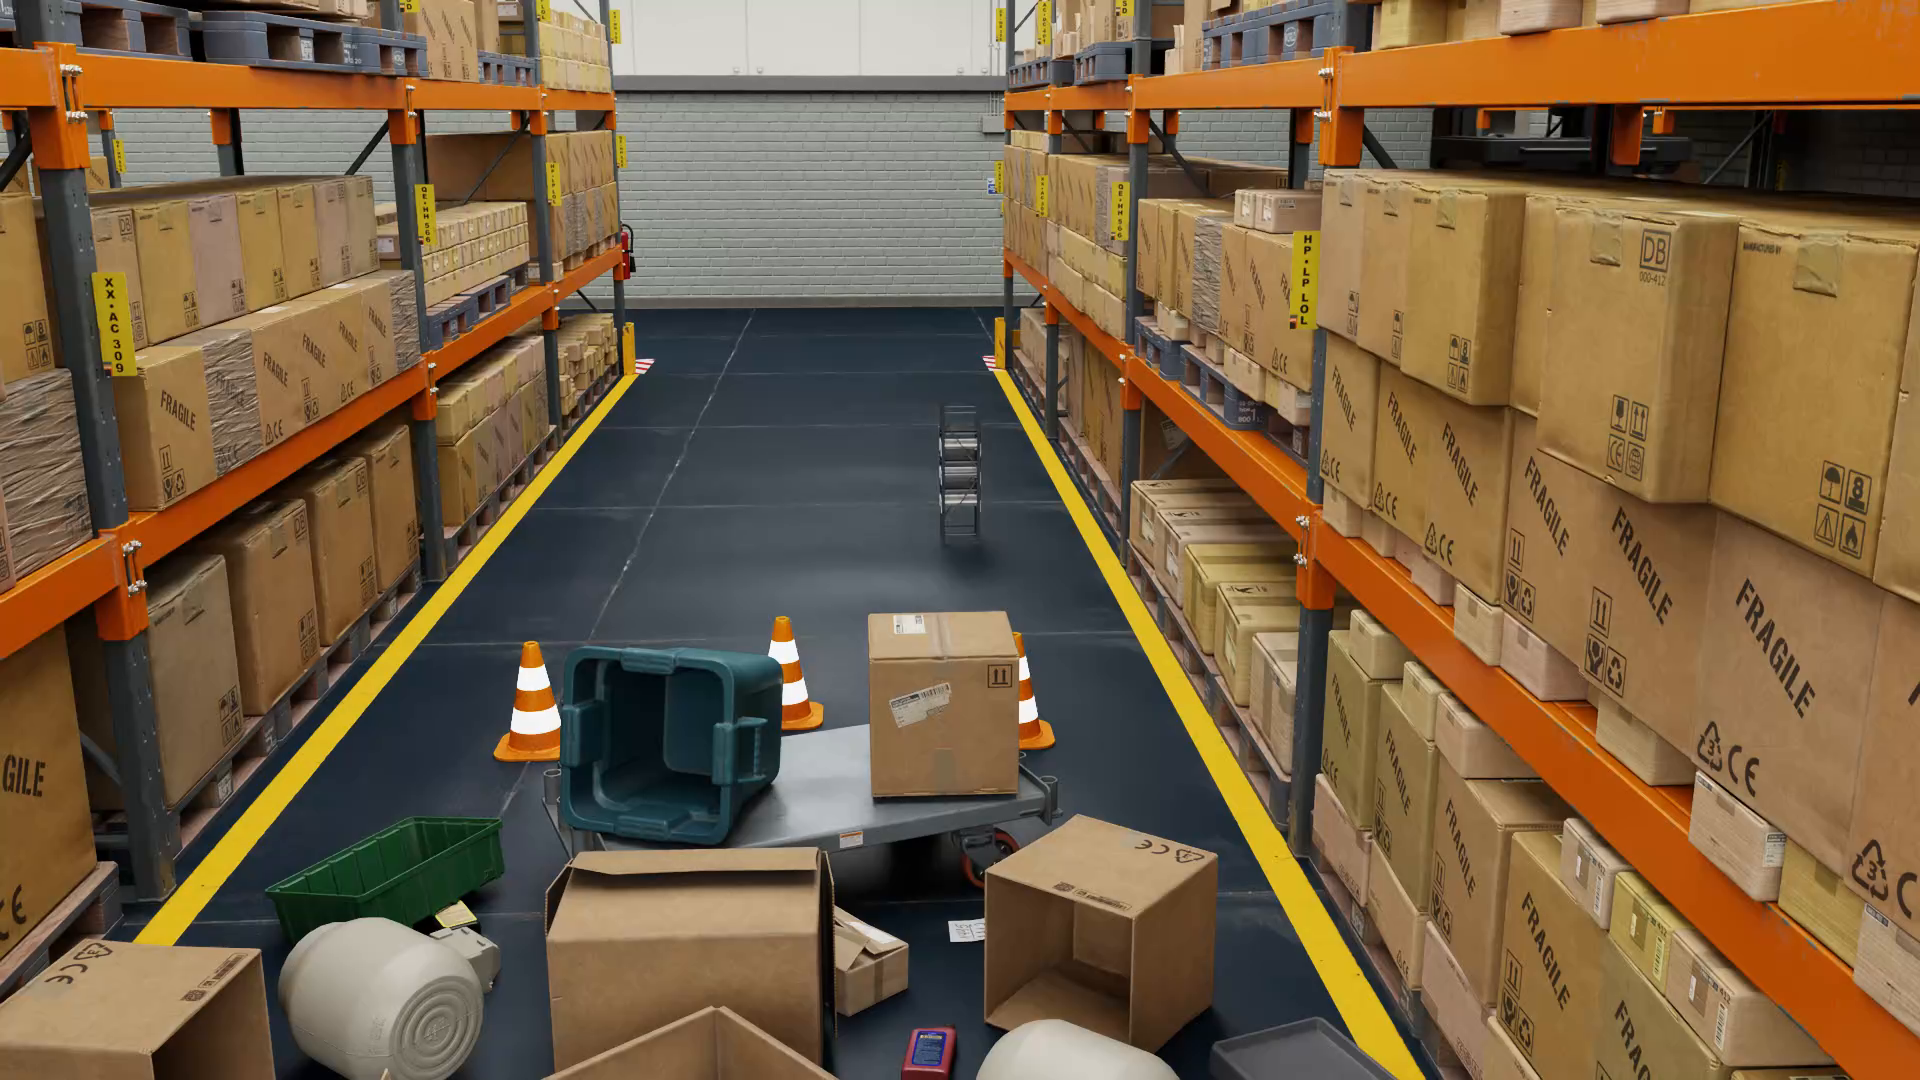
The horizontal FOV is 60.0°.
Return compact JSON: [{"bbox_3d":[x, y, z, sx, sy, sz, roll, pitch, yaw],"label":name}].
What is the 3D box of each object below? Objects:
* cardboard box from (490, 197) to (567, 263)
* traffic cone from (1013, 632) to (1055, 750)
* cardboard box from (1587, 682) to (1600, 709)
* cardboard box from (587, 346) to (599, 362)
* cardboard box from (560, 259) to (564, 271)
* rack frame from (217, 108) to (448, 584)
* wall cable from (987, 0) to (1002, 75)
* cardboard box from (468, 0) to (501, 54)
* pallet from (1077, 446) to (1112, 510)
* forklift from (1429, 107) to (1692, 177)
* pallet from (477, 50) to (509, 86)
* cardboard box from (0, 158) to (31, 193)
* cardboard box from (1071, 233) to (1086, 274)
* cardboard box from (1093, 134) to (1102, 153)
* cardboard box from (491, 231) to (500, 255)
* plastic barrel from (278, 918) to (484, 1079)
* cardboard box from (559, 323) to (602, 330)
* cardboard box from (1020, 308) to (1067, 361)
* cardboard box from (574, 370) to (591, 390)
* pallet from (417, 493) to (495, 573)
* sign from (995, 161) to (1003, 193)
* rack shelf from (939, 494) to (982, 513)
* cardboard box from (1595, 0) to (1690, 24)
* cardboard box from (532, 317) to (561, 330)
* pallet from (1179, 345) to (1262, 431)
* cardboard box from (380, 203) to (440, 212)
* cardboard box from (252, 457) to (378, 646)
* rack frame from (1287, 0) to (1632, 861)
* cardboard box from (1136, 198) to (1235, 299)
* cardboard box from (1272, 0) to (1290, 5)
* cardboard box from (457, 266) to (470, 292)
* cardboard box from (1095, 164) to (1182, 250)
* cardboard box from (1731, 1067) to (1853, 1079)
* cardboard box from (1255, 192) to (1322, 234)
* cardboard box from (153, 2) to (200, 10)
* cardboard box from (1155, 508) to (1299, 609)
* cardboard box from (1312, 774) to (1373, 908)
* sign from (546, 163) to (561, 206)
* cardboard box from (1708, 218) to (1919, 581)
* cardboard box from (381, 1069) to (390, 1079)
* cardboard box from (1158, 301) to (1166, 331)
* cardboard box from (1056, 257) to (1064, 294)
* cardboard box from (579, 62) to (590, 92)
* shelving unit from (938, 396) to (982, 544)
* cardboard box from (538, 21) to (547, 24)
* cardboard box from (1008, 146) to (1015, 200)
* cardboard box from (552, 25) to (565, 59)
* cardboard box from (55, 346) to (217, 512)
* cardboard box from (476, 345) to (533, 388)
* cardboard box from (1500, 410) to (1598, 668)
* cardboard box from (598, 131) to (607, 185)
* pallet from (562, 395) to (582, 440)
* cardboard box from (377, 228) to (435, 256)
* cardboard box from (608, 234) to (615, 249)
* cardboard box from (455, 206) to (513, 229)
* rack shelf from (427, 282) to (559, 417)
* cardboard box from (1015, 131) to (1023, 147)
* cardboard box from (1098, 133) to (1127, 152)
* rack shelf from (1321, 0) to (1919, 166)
[{"bbox_3d":[-3.500,-2.523,13.514,0.500,0.500,0.500,-1,14,-4],"label":"cardboard box"},{"bbox_3d":[0.235,0.627,7.162,0.336,0.463,0.334,-1,14,-3],"label":"traffic cone"},{"bbox_3d":[1.645,0.331,3.724,0.380,0.149,0.250,-1,14,-3],"label":"cardboard box"},{"bbox_3d":[-3.575,-1.716,15.458,0.380,0.149,0.250,0,14,-1],"label":"cardboard box"},{"bbox_3d":[-3.582,-2.353,14.157,0.380,0.149,0.250,-2,15,-6],"label":"cardboard box"},{"bbox_3d":[-3.473,-1.208,9.203,1.000,3.000,0.127,-1,14,-3],"label":"rack frame"},{"bbox_3d":[0.332,-7.615,22.065,0.463,3.000,0.029,-1,14,-3],"label":"wall cable"},{"bbox_3d":[-3.807,-3.812,12.258,0.700,0.500,0.500,-1,14,-3],"label":"cardboard box"},{"bbox_3d":[1.415,-0.459,11.889,1.003,0.211,1.213,-1,14,-3],"label":"pallet"},{"bbox_3d":[3.111,-1.115,8.977,1.130,2.935,3.031,-1,14,-3],"label":"forklift"},{"bbox_3d":[-3.721,-3.152,11.114,1.213,0.211,1.003,-1,14,-3],"label":"pallet"},{"bbox_3d":[-9.134,-3.333,15.661,0.500,0.500,0.500,-1,14,-5],"label":"cardboard box"},{"bbox_3d":[1.058,-1.980,11.498,0.500,0.250,0.500,-1,14,-5],"label":"cardboard box"},{"bbox_3d":[0.969,-3.291,13.787,0.380,0.149,0.250,-1,14,-2],"label":"cardboard box"},{"bbox_3d":[-3.433,-2.073,11.629,0.380,0.149,0.250,-2,15,-6],"label":"cardboard box"},{"bbox_3d":[-1.624,1.292,4.654,0.512,0.421,0.421,10,18,35],"label":"plastic barrel"},{"bbox_3d":[-3.629,-1.990,15.925,0.380,0.149,0.250,-1,15,-6],"label":"cardboard box"},{"bbox_3d":[1.107,-2.100,16.966,0.875,0.438,0.875,-1,14,-5],"label":"cardboard box"},{"bbox_3d":[-3.543,-1.444,14.996,0.380,0.149,0.250,-1,14,-5],"label":"cardboard box"},{"bbox_3d":[-3.520,-0.052,10.306,1.003,0.211,1.213,-1,14,-3],"label":"pallet"},{"bbox_3d":[0.412,-3.750,17.186,0.100,0.325,0.005,-1,14,-3],"label":"sign"},{"bbox_3d":[0.000,-0.231,10.475,0.258,0.077,0.200,-1,14,-3],"label":"rack shelf"},{"bbox_3d":[1.516,-1.117,3.333,0.380,0.149,0.250,-1,14,-4],"label":"cardboard box"},{"bbox_3d":[-4.138,-2.107,16.379,0.380,0.149,0.250,-1,14,-2],"label":"cardboard box"},{"bbox_3d":[1.625,-0.725,7.711,1.003,0.211,1.213,-1,14,-3],"label":"pallet"},{"bbox_3d":[-4.155,-2.468,12.566,0.380,0.149,0.250,0,14,-1],"label":"cardboard box"},{"bbox_3d":[-3.467,0.048,7.993,1.050,0.750,0.750,-1,14,-3],"label":"cardboard box"},{"bbox_3d":[1.709,-0.315,5.732,1.000,3.000,0.127,-1,14,-3],"label":"rack frame"},{"bbox_3d":[1.258,-1.590,9.047,0.500,0.500,0.500,-1,14,-5],"label":"cardboard box"},{"bbox_3d":[1.502,-2.168,6.370,0.500,0.250,0.500,-1,14,-3],"label":"cardboard box"},{"bbox_3d":[-3.370,-1.672,10.665,0.380,0.149,0.250,0,14,-2],"label":"cardboard box"},{"bbox_3d":[1.128,-2.095,10.441,0.500,0.500,0.500,-1,14,-2],"label":"cardboard box"},{"bbox_3d":[1.647,1.249,2.821,0.500,0.500,0.500,-1,14,-3],"label":"cardboard box"},{"bbox_3d":[1.400,-1.308,6.647,0.380,0.149,0.250,-1,14,-5],"label":"cardboard box"},{"bbox_3d":[-3.585,-2.434,7.082,0.500,0.311,0.500,-1,14,-4],"label":"cardboard box"},{"bbox_3d":[1.540,0.083,8.614,0.950,0.372,0.625,-1,14,-5],"label":"cardboard box"},{"bbox_3d":[1.476,0.964,5.435,0.500,0.250,0.500,-2,15,-6],"label":"cardboard box"},{"bbox_3d":[-3.167,-2.773,12.962,0.100,0.325,0.005,-1,14,-3],"label":"sign"},{"bbox_3d":[1.684,-0.247,2.661,0.700,0.500,0.500,-1,14,-3],"label":"cardboard box"},{"bbox_3d":[-1.280,1.509,4.127,0.396,0.266,0.258,2,15,6],"label":"cardboard box"},{"bbox_3d":[1.251,-1.168,8.709,0.380,0.149,0.250,-2,15,-7],"label":"cardboard box"},{"bbox_3d":[1.011,-1.990,12.542,0.500,0.250,0.500,-1,14,-5],"label":"cardboard box"},{"bbox_3d":[-3.567,-4.087,14.672,0.500,0.250,0.500,0,14,-1],"label":"cardboard box"},{"bbox_3d":[0.000,-0.438,10.422,0.258,0.900,0.210,-1,14,-3],"label":"shelving unit"},{"bbox_3d":[-3.480,-4.163,13.164,0.380,0.149,0.250,-2,15,-6],"label":"cardboard box"},{"bbox_3d":[0.750,-3.580,16.214,0.500,0.500,0.500,-1,14,-5],"label":"cardboard box"},{"bbox_3d":[-3.537,-4.073,13.614,0.500,0.250,0.500,-1,14,-4],"label":"cardboard box"},{"bbox_3d":[-2.989,-0.397,5.849,0.500,0.500,0.500,-1,14,-3],"label":"cardboard box"},{"bbox_3d":[-3.404,-1.250,12.033,0.500,0.250,0.500,0,14,-1],"label":"cardboard box"},{"bbox_3d":[1.582,-0.019,3.783,0.500,0.500,0.500,-1,14,-3],"label":"cardboard box"},{"bbox_3d":[-3.660,-3.639,15.845,0.500,0.500,0.500,-1,14,-5],"label":"cardboard box"},{"bbox_3d":[-3.798,-1.019,14.064,1.003,0.211,1.213,-1,14,-3],"label":"pallet"},{"bbox_3d":[-3.327,-1.763,9.826,0.380,0.149,0.250,-1,14,-5],"label":"cardboard box"},{"bbox_3d":[-3.666,-3.000,16.669,0.380,0.149,0.250,-1,14,-3],"label":"cardboard box"},{"bbox_3d":[-3.469,-2.345,12.089,0.380,0.149,0.250,-1,14,-5],"label":"cardboard box"},{"bbox_3d":[-3.597,-1.357,11.226,1.077,0.370,4.000,-1,14,-3],"label":"rack shelf"},{"bbox_3d":[0.735,-3.858,15.993,0.380,0.149,0.250,-1,14,-5],"label":"cardboard box"},{"bbox_3d":[1.363,-3.361,14.059,0.380,0.149,0.250,-1,14,-4],"label":"cardboard box"},{"bbox_3d":[1.833,-0.922,3.514,1.077,0.370,4.000,-1,14,-3],"label":"rack shelf"}]
